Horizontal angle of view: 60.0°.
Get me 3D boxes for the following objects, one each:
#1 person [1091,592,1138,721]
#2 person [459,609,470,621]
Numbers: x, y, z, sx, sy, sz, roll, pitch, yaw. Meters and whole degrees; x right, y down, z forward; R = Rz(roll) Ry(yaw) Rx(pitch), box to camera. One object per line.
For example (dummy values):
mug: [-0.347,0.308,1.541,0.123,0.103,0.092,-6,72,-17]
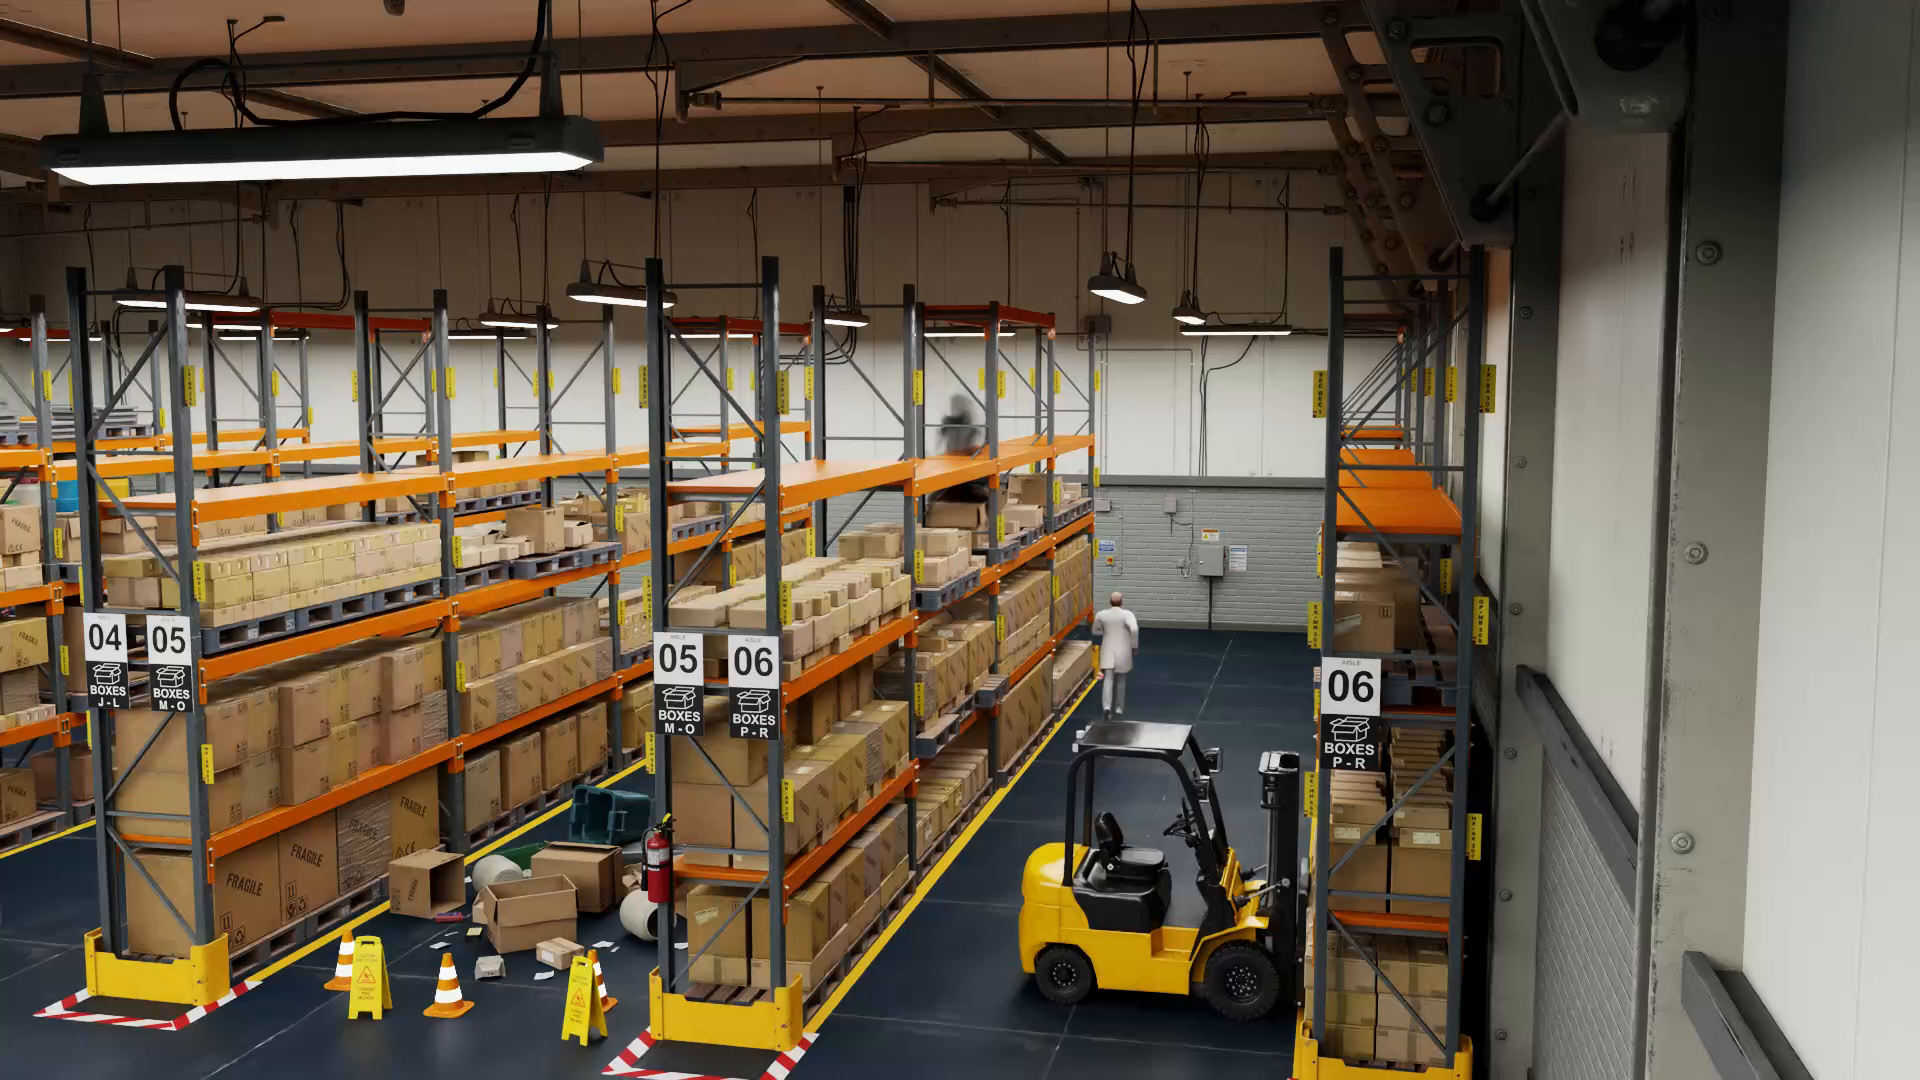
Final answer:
person: [2.179,1.636,23.329,0.704,1.833,0.977,1,6,14]
person: [-7.344,1.798,24.543,0.644,1.812,0.822,1,6,5]
